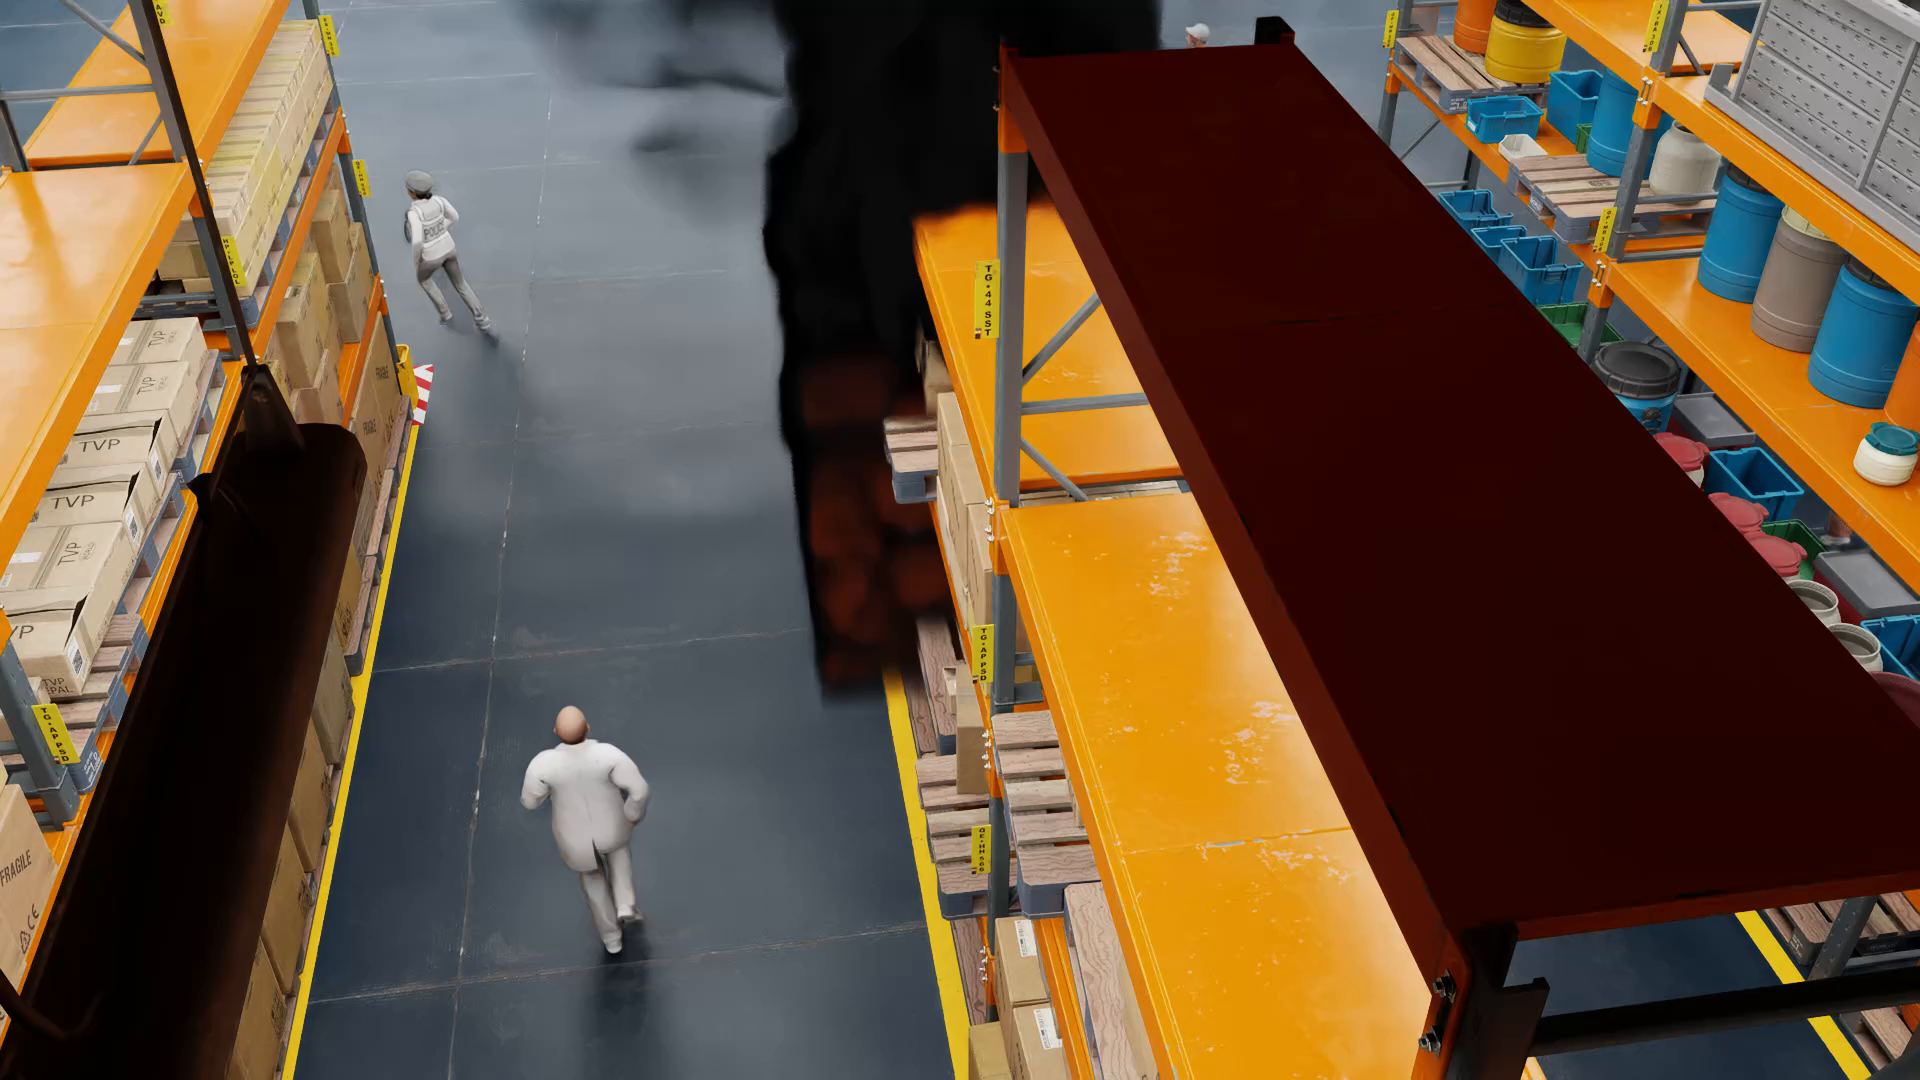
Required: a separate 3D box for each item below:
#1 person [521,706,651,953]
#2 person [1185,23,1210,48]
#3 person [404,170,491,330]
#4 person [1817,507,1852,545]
[{"bbox_3d":[-2.172,1.627,9.760,0.717,1.747,0.645,-10,38,-14],"label":"person"},{"bbox_3d":[2.651,-4.886,18.557,0.972,1.768,0.661,6,37,8],"label":"person"},{"bbox_3d":[-4.924,-2.667,15.685,0.674,1.708,0.662,26,44,31],"label":"person"},{"bbox_3d":[7.120,-0.530,12.762,0.559,1.717,0.698,-11,38,-15],"label":"person"}]
